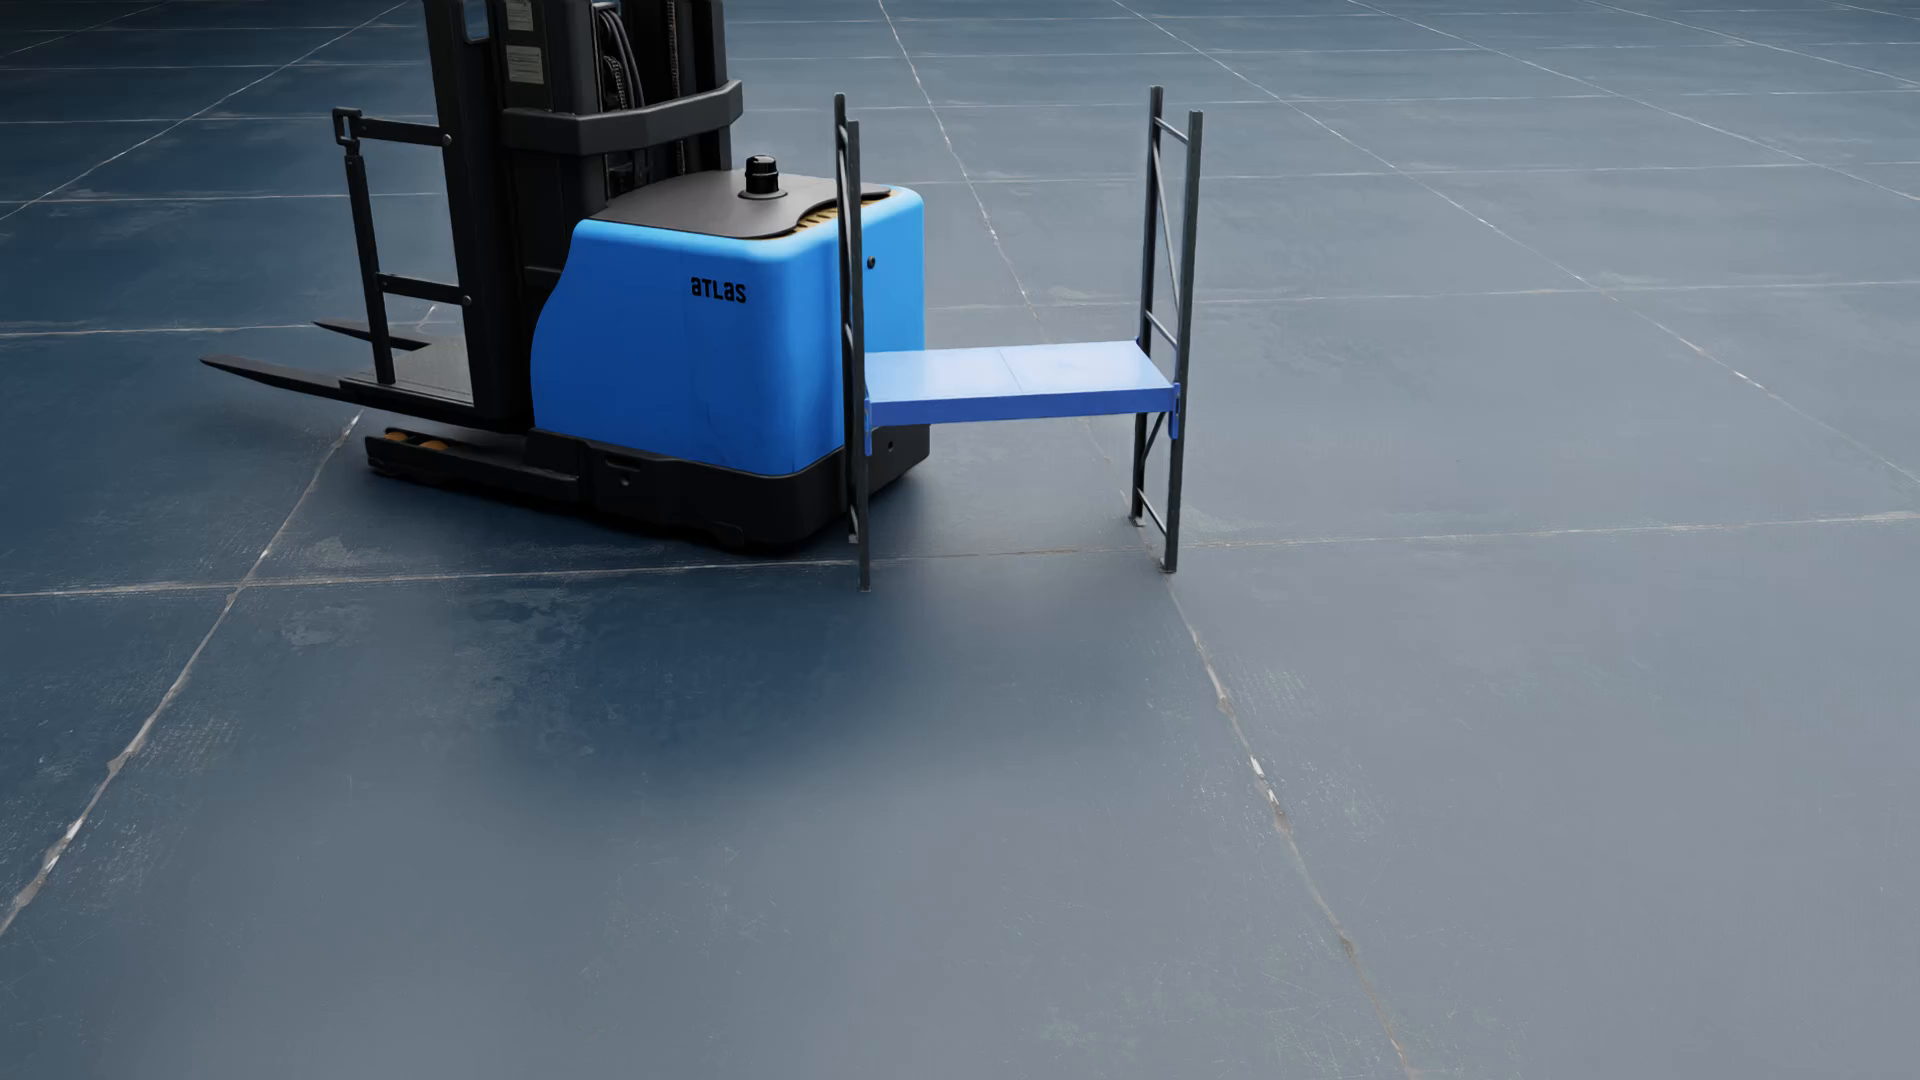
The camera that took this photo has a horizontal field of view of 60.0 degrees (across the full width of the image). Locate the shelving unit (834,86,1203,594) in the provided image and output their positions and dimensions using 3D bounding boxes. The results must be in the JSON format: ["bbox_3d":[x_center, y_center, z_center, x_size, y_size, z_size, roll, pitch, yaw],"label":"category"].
[{"bbox_3d":[0.161,-0.643,5.349,1.048,1.500,0.538,-4,24,-8],"label":"shelving unit"}]

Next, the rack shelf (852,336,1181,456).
[{"bbox_3d":[0.161,-0.478,5.422,1.000,0.185,0.538,-4,24,-8],"label":"rack shelf"}]

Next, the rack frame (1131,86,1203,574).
[{"bbox_3d":[0.664,-0.674,5.419,0.032,1.500,0.500,-4,24,-8],"label":"rack frame"}]

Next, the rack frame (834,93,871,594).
[{"bbox_3d":[-0.341,-0.612,5.280,0.032,1.500,0.500,-4,24,-8],"label":"rack frame"}]

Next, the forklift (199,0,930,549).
[{"bbox_3d":[-1.661,-1.719,6.008,3.031,2.935,1.130,12,27,25],"label":"forklift"}]
